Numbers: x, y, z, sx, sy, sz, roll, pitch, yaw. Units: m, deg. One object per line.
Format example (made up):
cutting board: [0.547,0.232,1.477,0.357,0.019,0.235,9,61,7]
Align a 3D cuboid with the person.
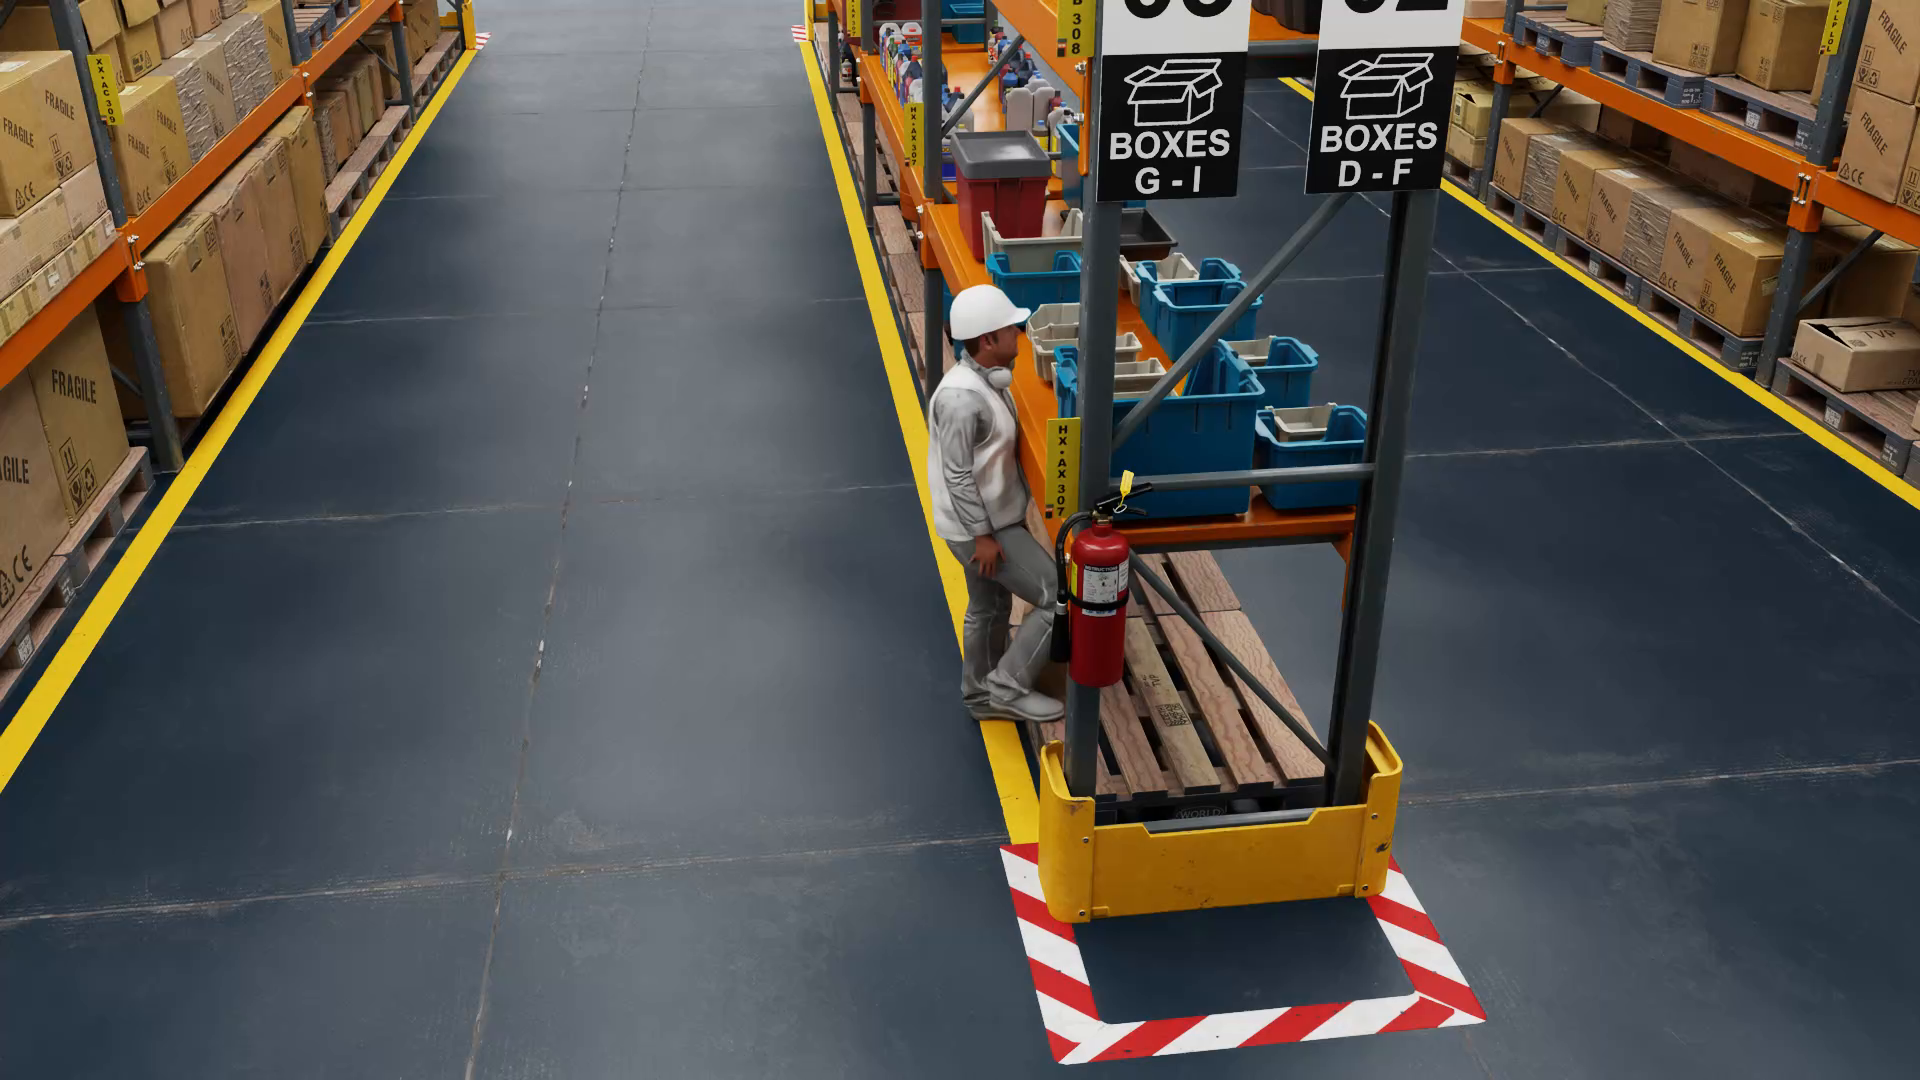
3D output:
person: [0.185,-0.074,6.211,0.613,1.777,0.624,4,27,8]
